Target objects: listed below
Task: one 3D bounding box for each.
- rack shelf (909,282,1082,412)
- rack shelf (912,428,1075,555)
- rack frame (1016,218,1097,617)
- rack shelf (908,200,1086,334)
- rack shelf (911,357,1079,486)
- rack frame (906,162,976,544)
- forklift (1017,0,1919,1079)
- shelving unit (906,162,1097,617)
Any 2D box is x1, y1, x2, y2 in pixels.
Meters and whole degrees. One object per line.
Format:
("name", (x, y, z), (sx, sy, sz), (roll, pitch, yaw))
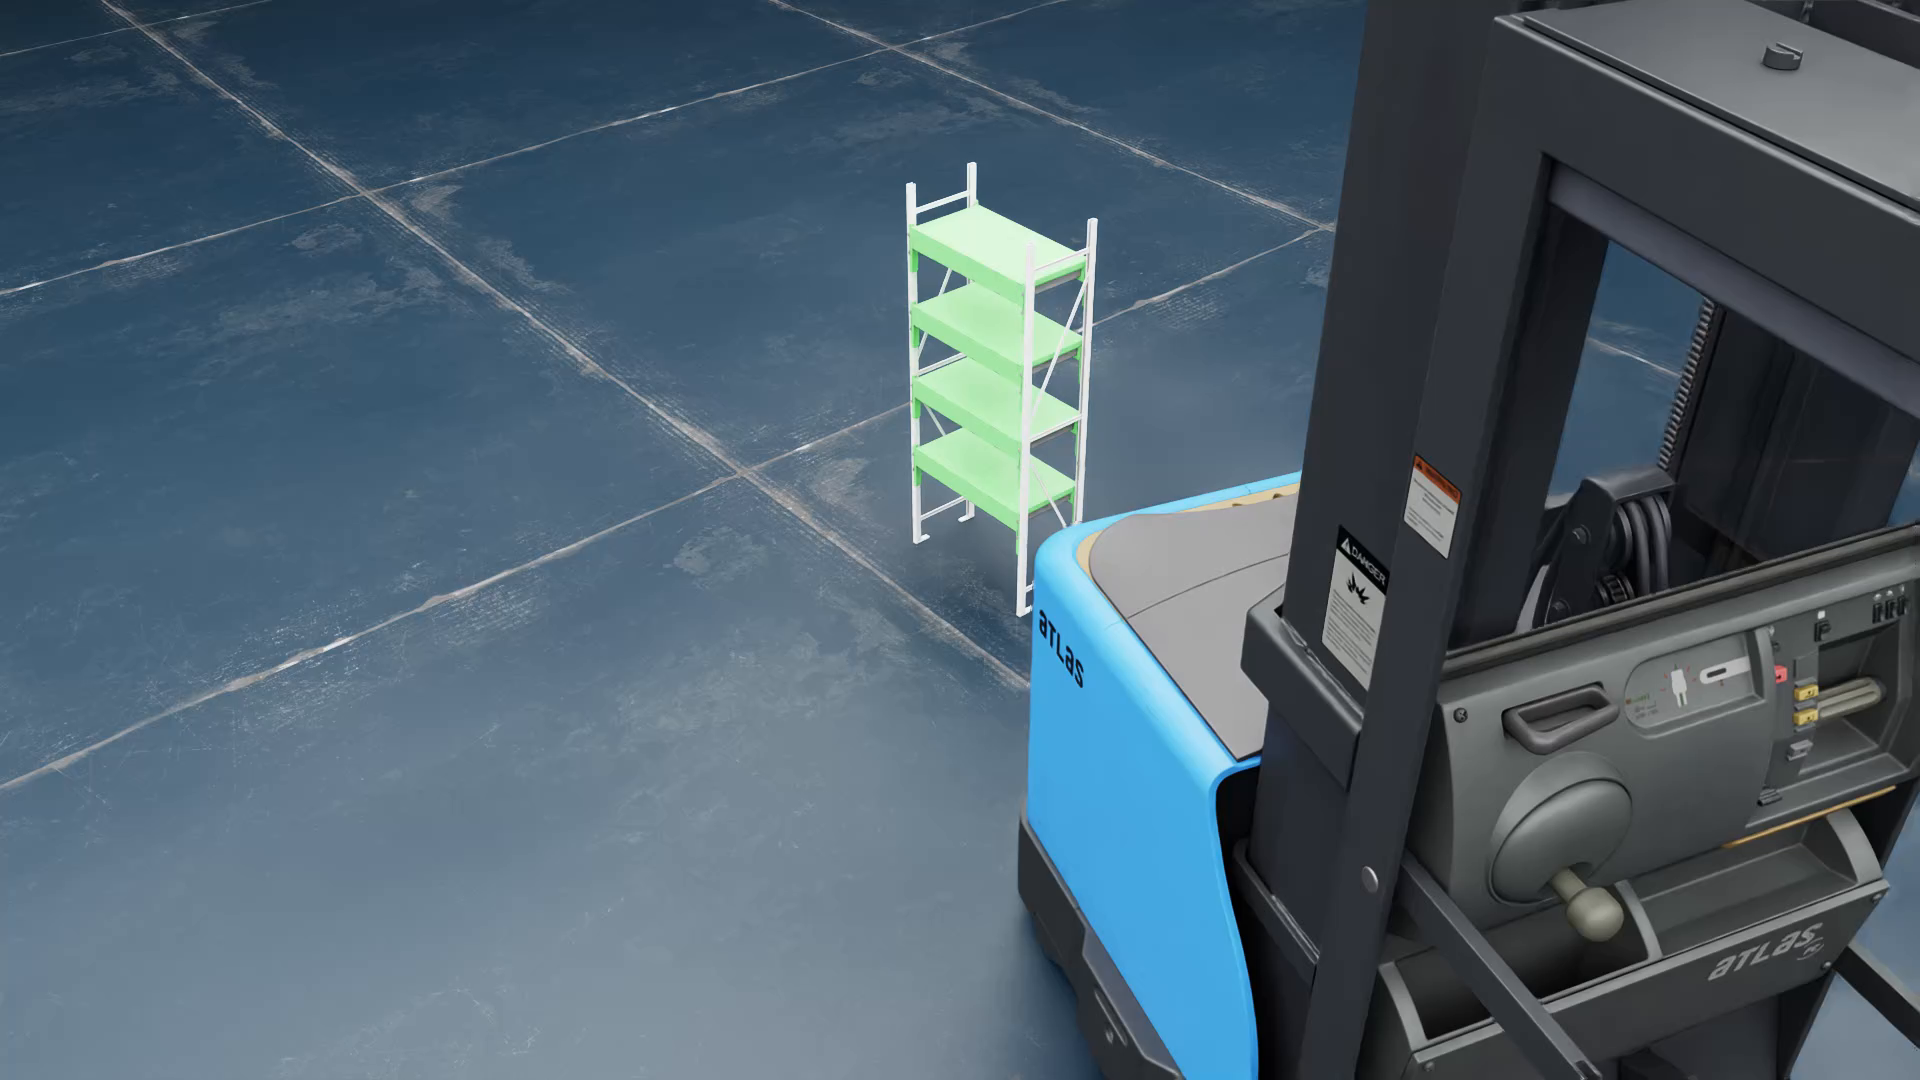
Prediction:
("rack shelf", (0.107, -0.560, 4.698), (0.258, 0.148, 0.480), (-26, 43, -32))
("rack shelf", (0.107, -0.169, 4.976), (0.258, 0.148, 0.480), (-26, 43, -32))
("rack frame", (0.264, -0.309, 4.648), (0.240, 1.200, 0.015), (-26, 43, -32))
("rack shelf", (0.107, -0.756, 4.560), (0.258, 0.148, 0.480), (-26, 43, -32))
("rack shelf", (0.107, -0.364, 4.837), (0.258, 0.148, 0.480), (-26, 43, -32))
("rack frame", (-0.051, -0.524, 4.952), (0.240, 1.200, 0.015), (-26, 43, -32))
("forklift", (1.162, 0.348, 2.222), (1.130, 2.935, 3.031), (-13, 37, -18))
("shelving unit", (0.107, -0.417, 4.800), (0.258, 1.200, 0.503), (-26, 43, -32))
